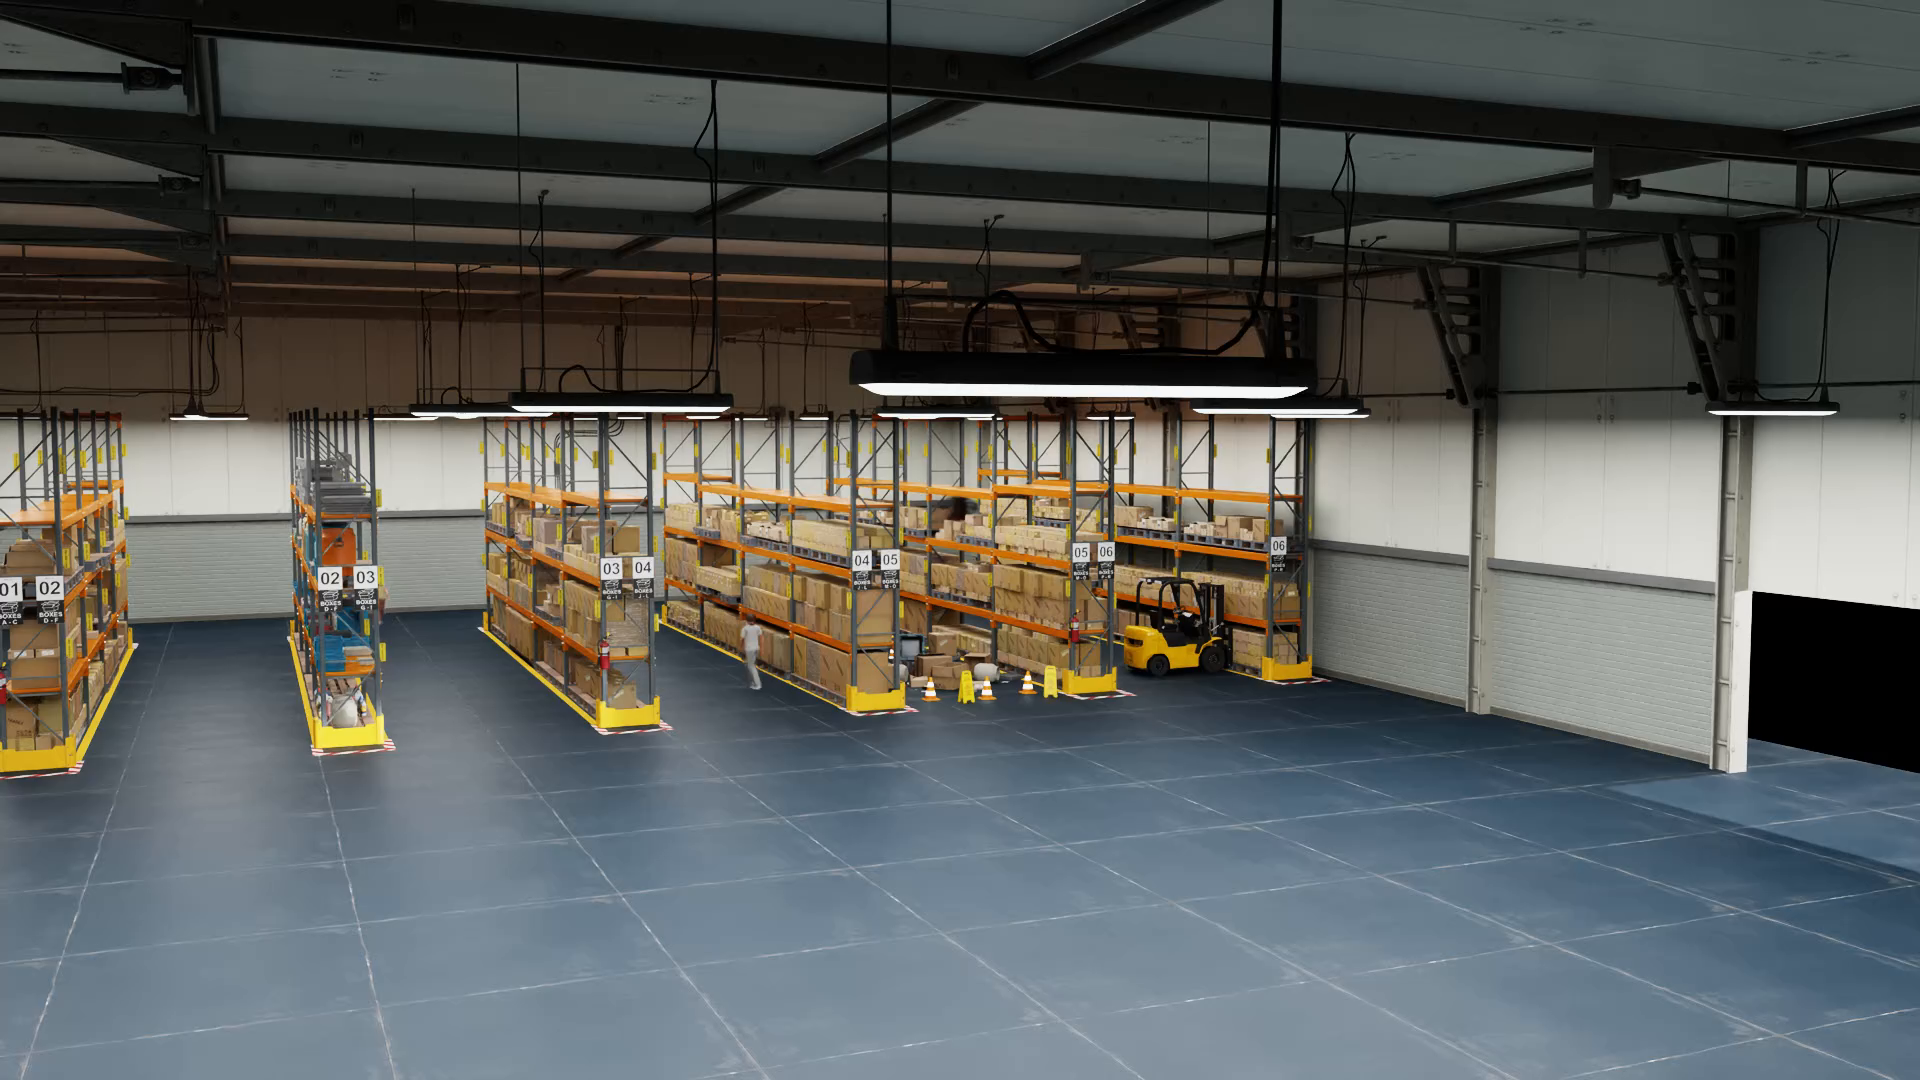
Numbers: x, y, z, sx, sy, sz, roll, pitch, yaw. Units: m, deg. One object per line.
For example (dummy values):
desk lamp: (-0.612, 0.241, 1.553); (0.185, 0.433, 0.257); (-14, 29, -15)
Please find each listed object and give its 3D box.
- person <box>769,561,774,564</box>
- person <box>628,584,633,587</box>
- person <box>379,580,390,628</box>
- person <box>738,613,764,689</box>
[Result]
person: (-5.586, 1.464, 49.342); (0.557, 1.694, 0.345); (1, 4, 14)
person: (-9.372, 1.492, 48.440); (0.612, 1.761, 0.398); (-1, 4, -15)
person: (-16.338, 1.638, 46.716); (0.595, 1.620, 1.039); (-2, 5, -29)
person: (-4.541, 2.418, 35.880); (0.616, 1.711, 0.447); (2, 5, 31)
